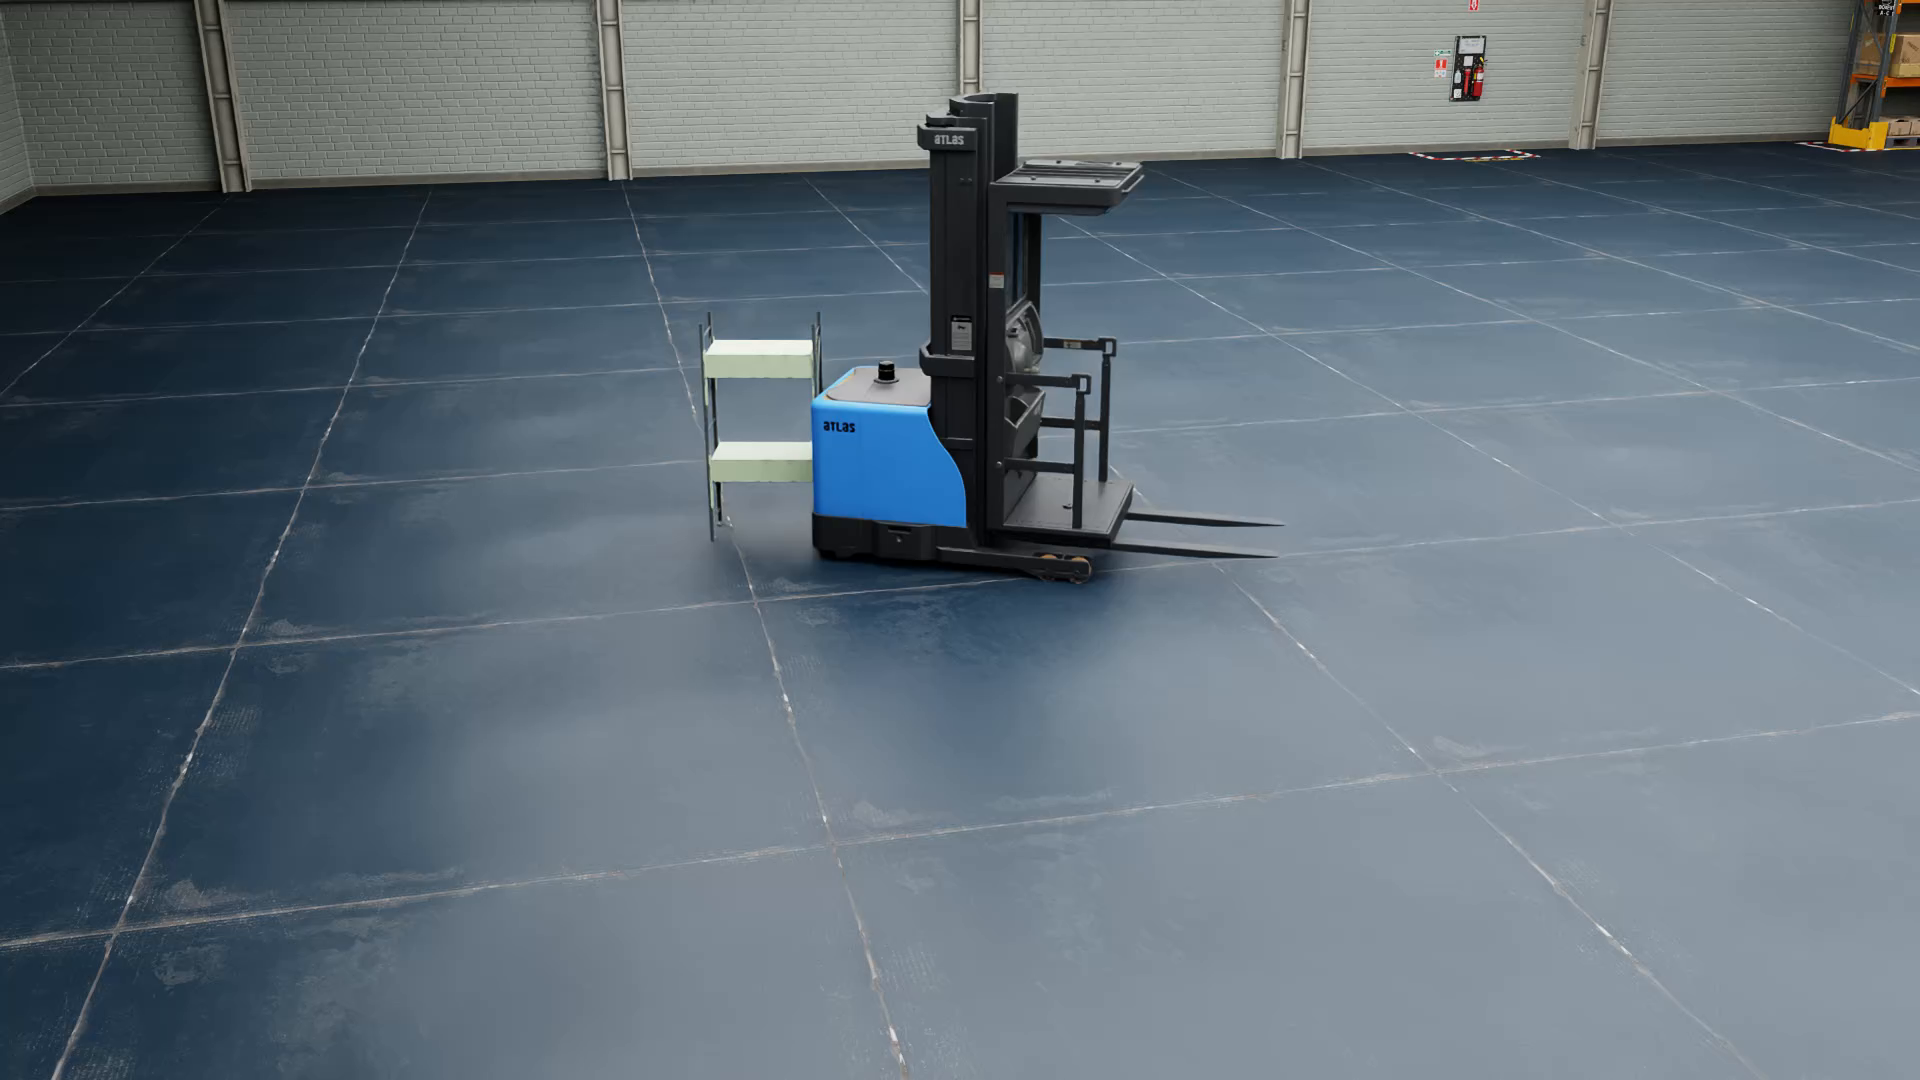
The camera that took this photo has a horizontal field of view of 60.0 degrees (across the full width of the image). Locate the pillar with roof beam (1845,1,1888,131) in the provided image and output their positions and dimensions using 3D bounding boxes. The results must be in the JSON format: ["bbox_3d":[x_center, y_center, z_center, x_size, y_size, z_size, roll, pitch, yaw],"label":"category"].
[{"bbox_3d":[18.668,-10.725,27.511,0.400,9.000,9.100,-5,21,-12],"label":"pillar with roof beam"}]

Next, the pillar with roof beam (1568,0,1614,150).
[{"bbox_3d":[12.829,-10.250,26.214,0.400,9.000,9.100,-5,21,-12],"label":"pillar with roof beam"}]

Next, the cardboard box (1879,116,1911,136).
[{"bbox_3d":[17.889,-7.973,31.989,0.500,0.311,0.500,-7,21,-19],"label":"cardboard box"}]

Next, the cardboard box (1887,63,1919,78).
[{"bbox_3d":[17.743,-8.876,31.372,0.500,0.250,0.500,-5,21,-14],"label":"cardboard box"}]

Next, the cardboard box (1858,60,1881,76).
[{"bbox_3d":[17.605,-9.045,31.835,0.500,0.250,0.500,-4,21,-12],"label":"cardboard box"}]

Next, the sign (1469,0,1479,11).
[{"bbox_3d":[9.394,-9.813,30.371,0.199,0.298,0.001,-5,21,-12],"label":"sign"}]

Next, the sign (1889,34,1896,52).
[{"bbox_3d":[17.320,-9.229,30.890,0.005,0.325,0.100,-5,21,-12],"label":"sign"}]

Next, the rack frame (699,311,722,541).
[{"bbox_3d":[-1.681,-0.764,11.221,0.023,1.500,0.400,0,20,0],"label":"rack frame"}]

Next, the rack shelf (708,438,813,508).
[{"bbox_3d":[-1.315,-0.457,11.330,0.720,0.370,0.431,0,20,0],"label":"rack shelf"}]

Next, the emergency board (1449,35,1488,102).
[{"bbox_3d":[9.425,-8.692,30.681,0.643,1.169,0.194,-5,21,-12],"label":"emergency board"}]

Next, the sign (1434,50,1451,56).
[{"bbox_3d":[8.869,-8.945,30.551,0.331,0.109,0.001,-5,21,-12],"label":"sign"}]

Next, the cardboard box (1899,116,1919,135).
[{"bbox_3d":[18.444,-8.018,32.112,0.500,0.311,0.500,-3,20,-8],"label":"cardboard box"}]

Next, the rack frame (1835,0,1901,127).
[{"bbox_3d":[17.195,-9.004,31.535,0.127,3.000,1.000,-5,21,-12],"label":"rack frame"}]

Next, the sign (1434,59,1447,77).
[{"bbox_3d":[8.863,-8.699,30.649,0.234,0.329,0.001,-5,21,-12],"label":"sign"}]

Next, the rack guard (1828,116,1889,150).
[{"bbox_3d":[17.269,-7.837,31.981,0.348,0.500,1.175,-5,21,-12],"label":"rack guard"}]

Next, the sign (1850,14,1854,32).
[{"bbox_3d":[17.087,-9.884,31.793,0.005,0.325,0.100,-5,21,-12],"label":"sign"}]

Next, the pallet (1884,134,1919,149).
[{"bbox_3d":[18.068,-7.753,32.174,1.213,0.211,1.003,-5,21,-12],"label":"pallet"}]

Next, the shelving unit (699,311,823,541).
[{"bbox_3d":[-1.315,-0.763,11.218,0.755,1.500,0.431,0,20,0],"label":"shelving unit"}]

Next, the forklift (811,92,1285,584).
[{"bbox_3d":[0.600,-1.300,10.601,3.031,2.935,1.130,5,21,13],"label":"forklift"}]

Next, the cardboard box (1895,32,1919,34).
[{"bbox_3d":[18.097,-9.440,31.824,0.500,0.500,0.500,-4,21,-12],"label":"cardboard box"}]

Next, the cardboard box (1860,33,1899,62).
[{"bbox_3d":[17.605,-9.404,31.724,0.500,0.500,0.500,-5,21,-13],"label":"cardboard box"}]

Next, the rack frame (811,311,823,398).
[{"bbox_3d":[-0.949,-0.762,11.215,0.023,1.500,0.400,0,20,0],"label":"rack frame"}]

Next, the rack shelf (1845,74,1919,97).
[{"bbox_3d":[19.142,-8.825,32.091,4.000,0.370,1.077,-5,21,-12],"label":"rack shelf"}]

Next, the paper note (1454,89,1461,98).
[{"bbox_3d":[9.237,-8.287,30.857,0.142,0.148,0.016,-5,21,-12],"label":"paper note"}]

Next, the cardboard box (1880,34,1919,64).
[{"bbox_3d":[17.729,-9.233,31.257,0.500,0.500,0.500,-5,21,-12],"label":"cardboard box"}]

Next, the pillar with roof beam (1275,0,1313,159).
[{"bbox_3d":[6.990,-9.775,24.918,0.400,9.000,9.100,-5,21,-12],"label":"pillar with roof beam"}]

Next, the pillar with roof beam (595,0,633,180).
[{"bbox_3d":[-4.688,-8.826,22.325,0.400,9.000,9.100,-5,21,-12],"label":"pillar with roof beam"}]

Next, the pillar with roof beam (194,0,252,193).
[{"bbox_3d":[-10.527,-8.351,21.029,0.400,9.000,9.100,-5,21,-12],"label":"pillar with roof beam"}]

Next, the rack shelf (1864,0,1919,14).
[{"bbox_3d":[19.142,-10.233,31.575,4.000,0.370,1.077,-5,21,-12],"label":"rack shelf"}]

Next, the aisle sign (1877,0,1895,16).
[{"bbox_3d":[17.194,-10.119,30.798,0.004,0.787,0.394,-5,21,-12],"label":"aisle sign"}]

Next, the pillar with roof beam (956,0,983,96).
[{"bbox_3d":[1.151,-9.301,23.621,0.400,9.000,9.100,-5,21,-12],"label":"pillar with roof beam"}]

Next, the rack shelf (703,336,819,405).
[{"bbox_3d":[-1.315,-1.130,11.084,0.720,0.370,0.431,0,20,0],"label":"rack shelf"}]
